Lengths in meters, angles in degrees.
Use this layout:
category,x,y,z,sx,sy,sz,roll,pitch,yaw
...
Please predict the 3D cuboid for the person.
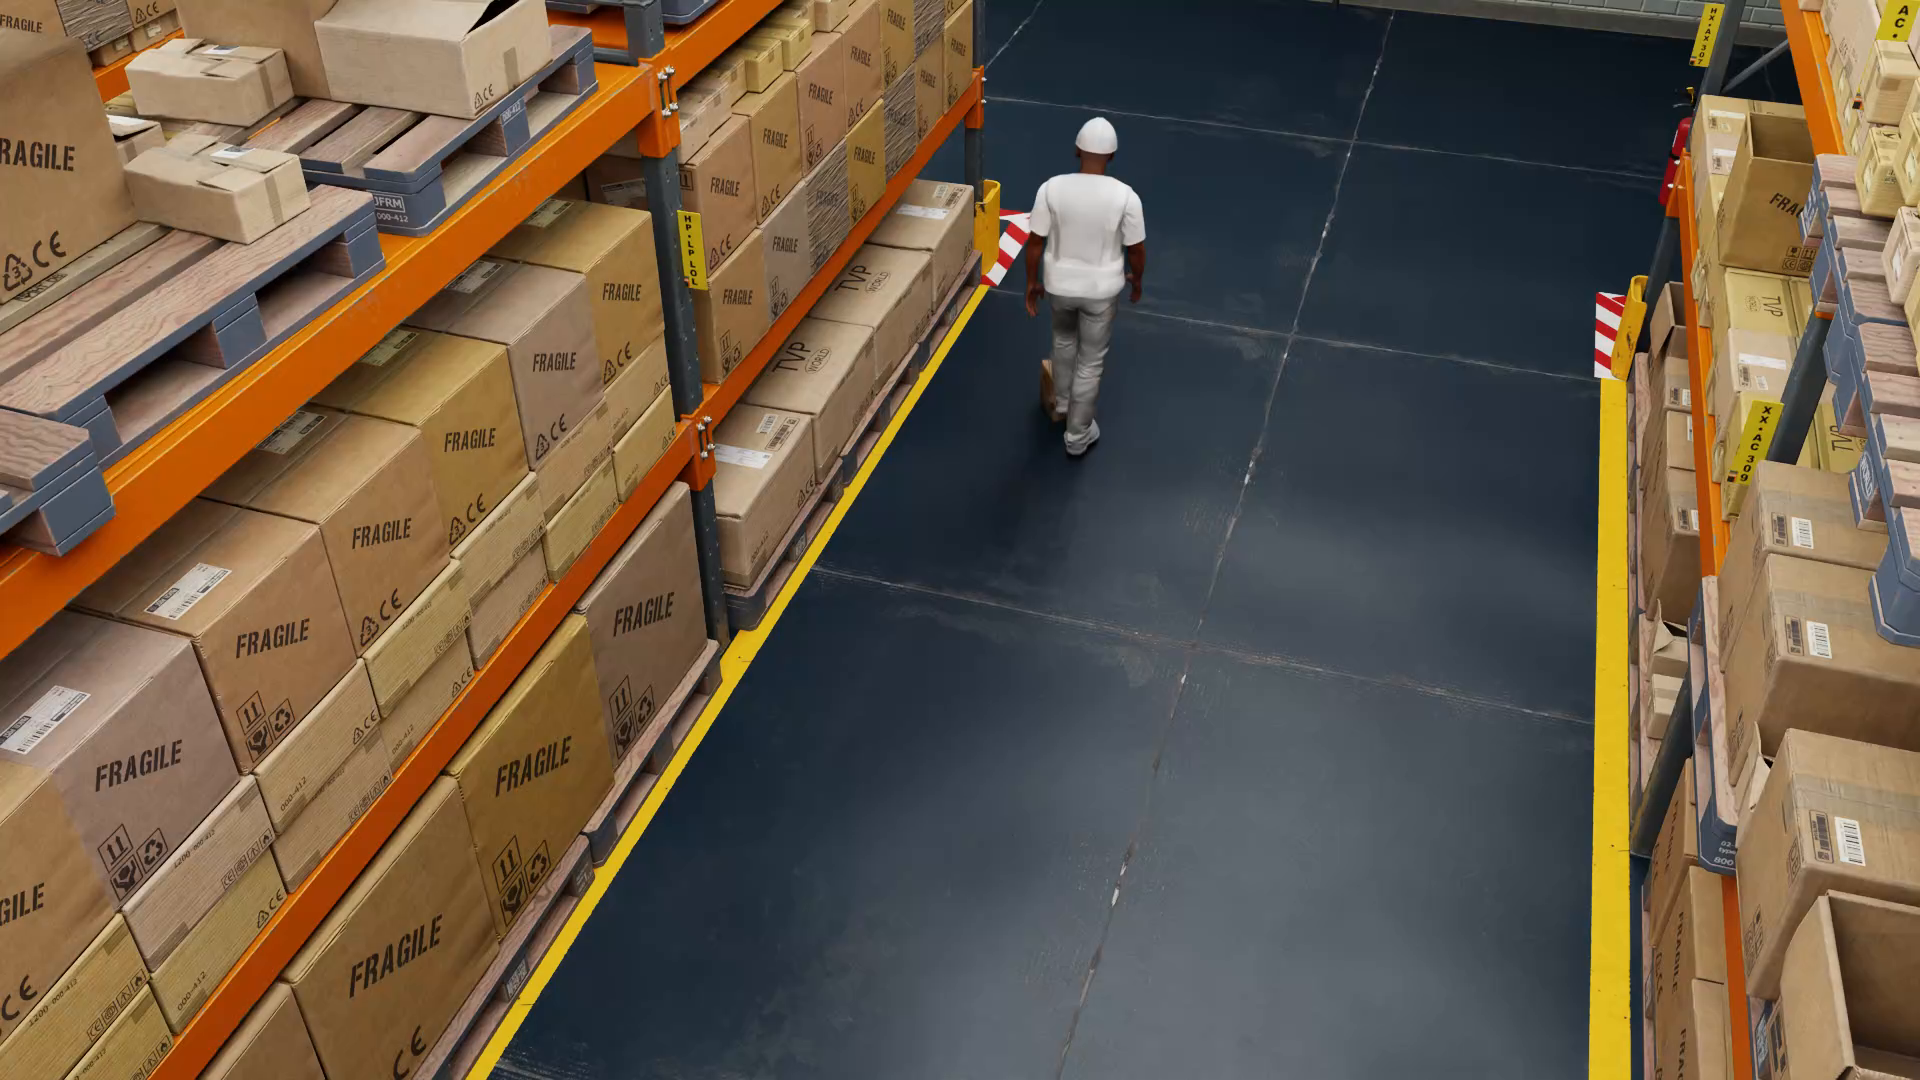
category,x,y,z,sx,sy,sz,roll,pitch,yaw
person,0.638,-1.278,8.622,0.593,1.831,0.624,11,38,14
